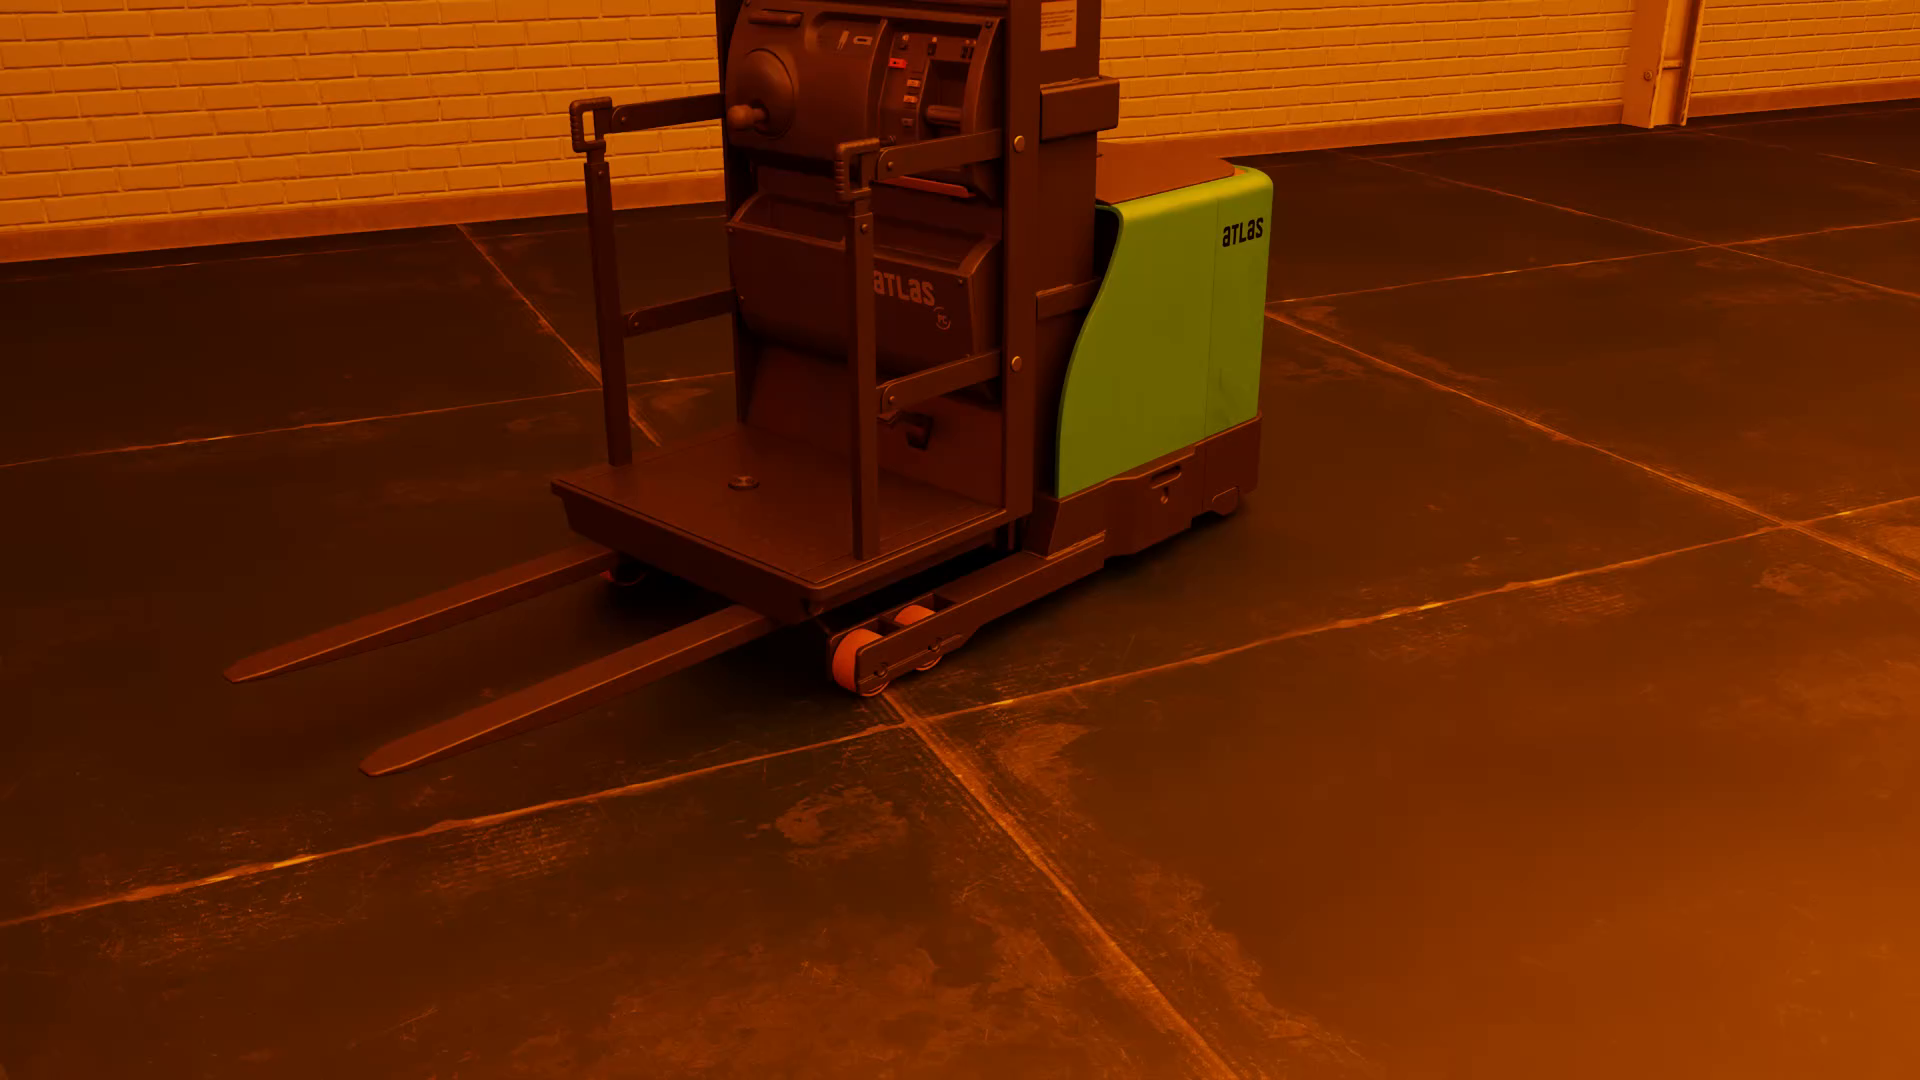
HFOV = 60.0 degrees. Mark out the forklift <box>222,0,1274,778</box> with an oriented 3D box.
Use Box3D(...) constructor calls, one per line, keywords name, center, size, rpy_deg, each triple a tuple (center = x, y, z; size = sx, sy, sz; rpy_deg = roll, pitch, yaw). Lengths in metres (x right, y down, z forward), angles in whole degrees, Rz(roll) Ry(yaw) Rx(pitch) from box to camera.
Box3D(name="forklift", center=(-0.413, -1.182, 4.131), size=(1.130, 2.935, 3.031), rpy_deg=(19, 29, 39))
